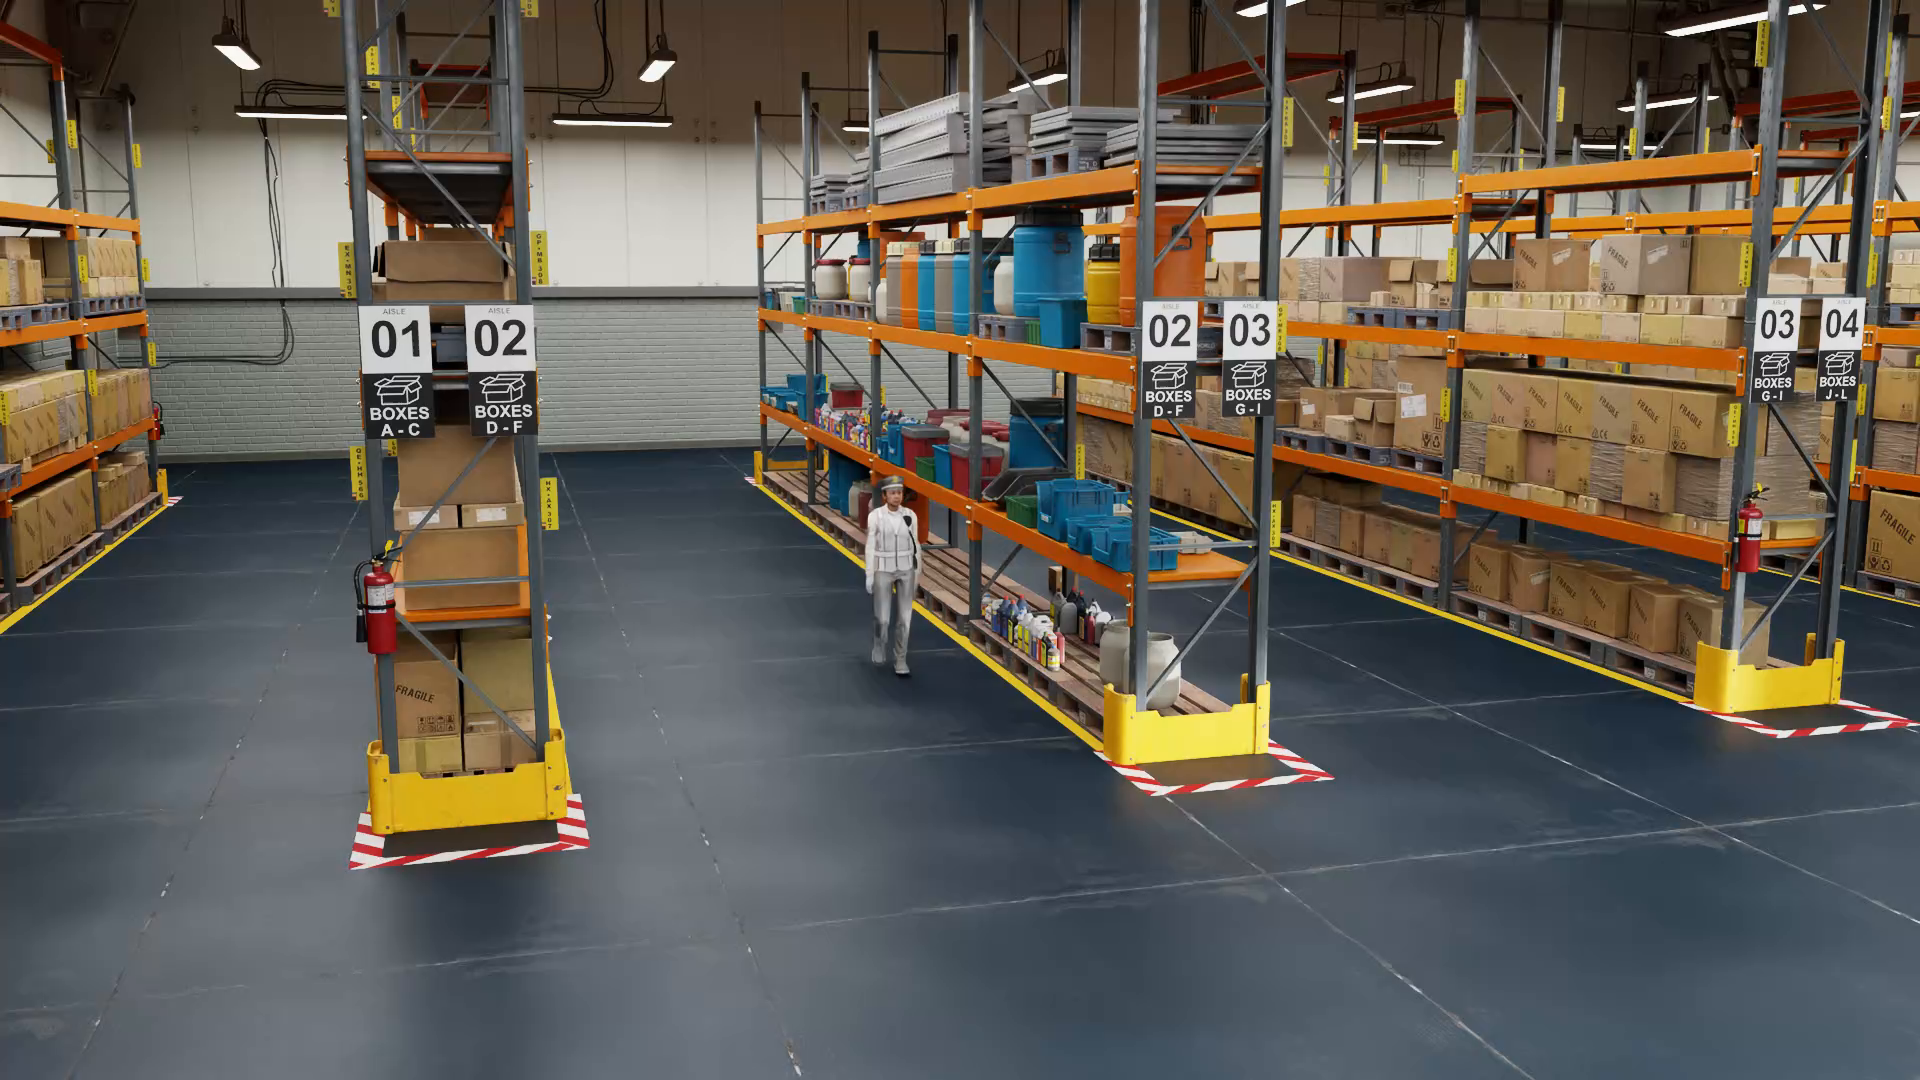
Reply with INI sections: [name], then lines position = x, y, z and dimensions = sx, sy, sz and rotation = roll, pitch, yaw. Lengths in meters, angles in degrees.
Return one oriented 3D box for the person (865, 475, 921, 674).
[person]
position = -0.558, 0.278, 14.082
dimensions = 0.481, 1.683, 0.458
rotation = -2, 10, -14
